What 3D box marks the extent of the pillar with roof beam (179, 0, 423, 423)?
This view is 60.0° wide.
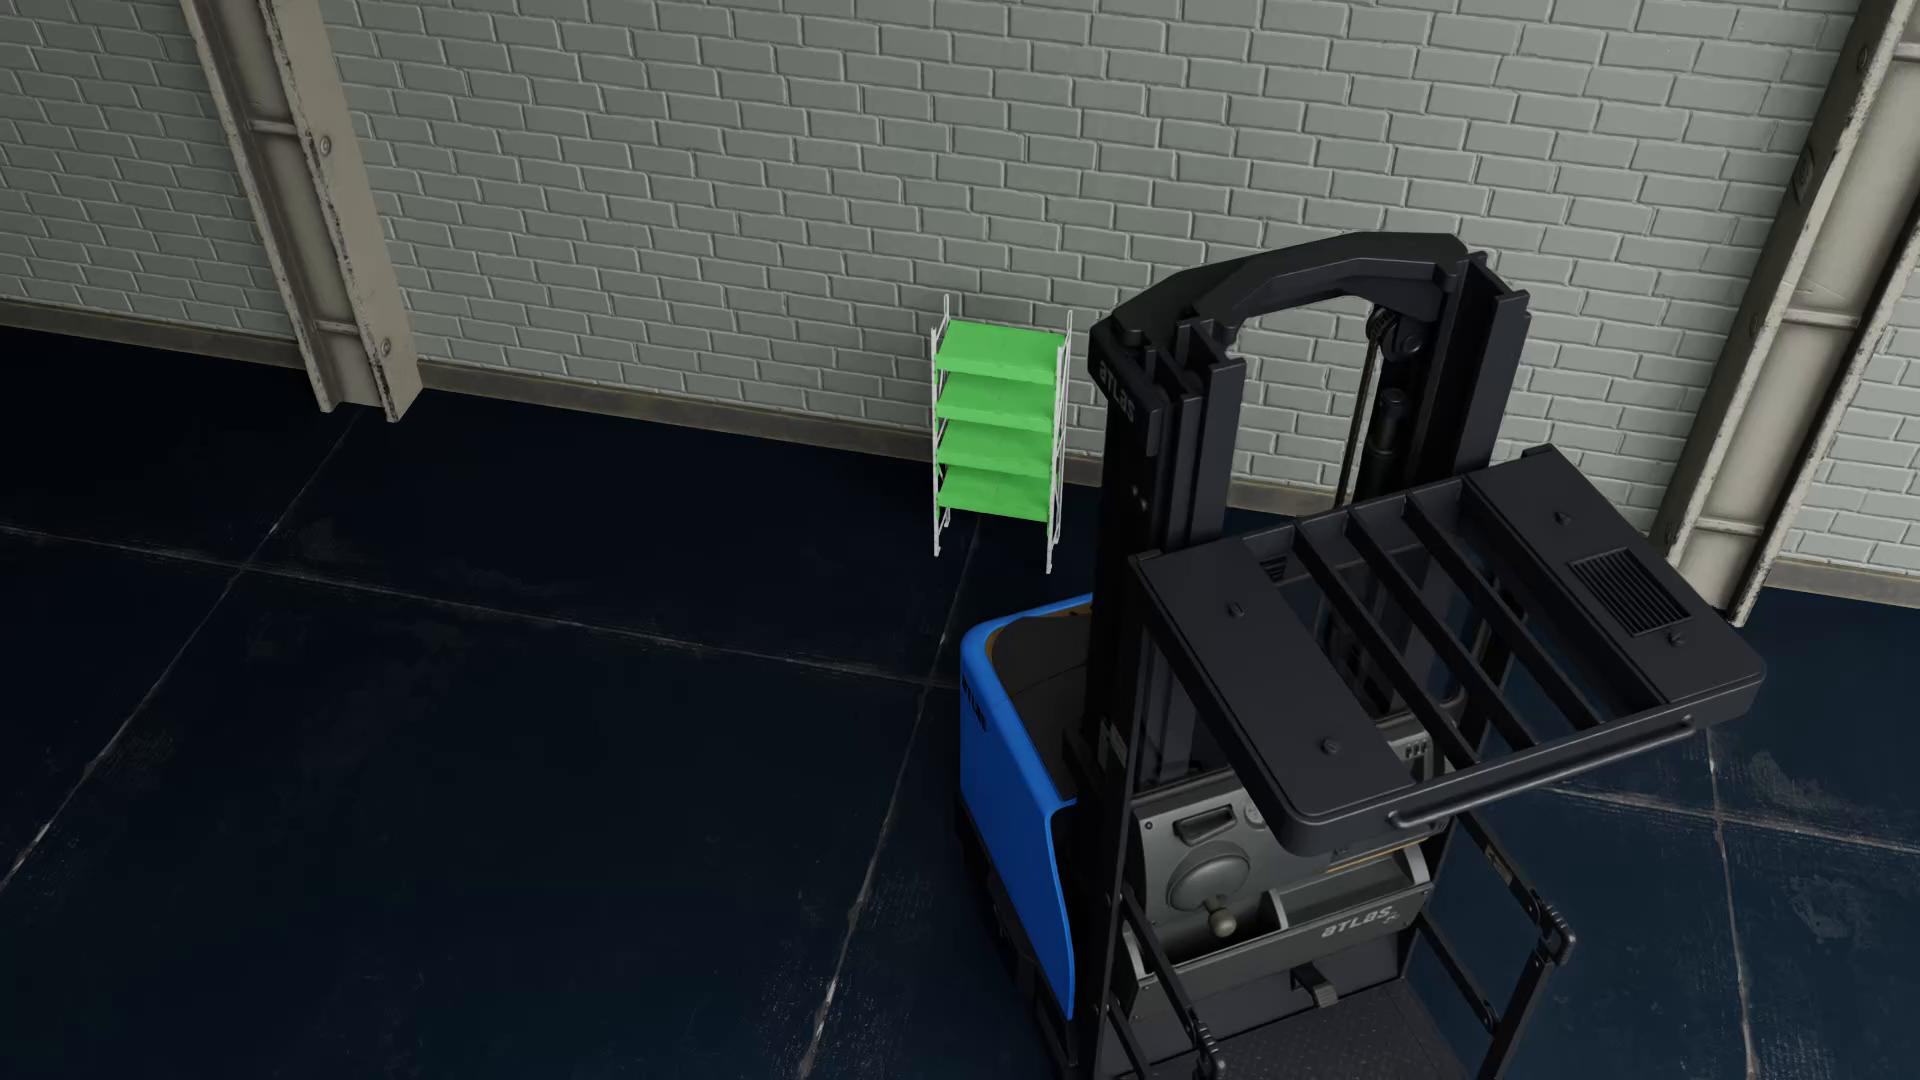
[{"bbox_3d":[-3.734,-1.011,1.772,0.400,9.000,9.100,9,45,9],"label":"pillar with roof beam"}]

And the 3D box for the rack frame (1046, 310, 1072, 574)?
[{"bbox_3d":[0.400,-0.370,6.730,0.015,1.200,0.240,9,45,9],"label":"rack frame"}]

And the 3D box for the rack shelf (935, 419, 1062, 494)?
[{"bbox_3d":[0.162,-0.361,6.812,0.480,0.148,0.258,9,45,9],"label":"rack shelf"}]

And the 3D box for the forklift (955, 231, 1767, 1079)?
[{"bbox_3d":[0.974,0.842,4.221,1.130,2.935,3.031,-15,46,-15],"label":"forklift"}]

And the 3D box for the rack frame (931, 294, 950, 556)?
[{"bbox_3d":[-0.077,-0.444,6.806,0.015,1.200,0.240,9,45,9],"label":"rack frame"}]

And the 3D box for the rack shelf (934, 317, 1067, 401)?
[{"bbox_3d":[0.162,-0.707,6.479,0.480,0.148,0.258,9,45,9],"label":"rack shelf"}]

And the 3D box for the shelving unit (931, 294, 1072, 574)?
[{"bbox_3d":[0.162,-0.407,6.768,0.503,1.200,0.258,9,45,9],"label":"shelving unit"}]

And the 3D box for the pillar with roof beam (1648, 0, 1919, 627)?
[{"bbox_3d":[2.122,-0.103,0.828,0.400,9.000,9.100,9,45,9],"label":"pillar with roof beam"}]

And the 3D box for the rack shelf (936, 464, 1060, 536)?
[{"bbox_3d":[0.162,-0.188,6.979,0.480,0.148,0.258,9,45,9],"label":"rack shelf"}]

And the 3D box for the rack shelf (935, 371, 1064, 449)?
[{"bbox_3d":[0.162,-0.534,6.646,0.480,0.148,0.258,9,45,9],"label":"rack shelf"}]
